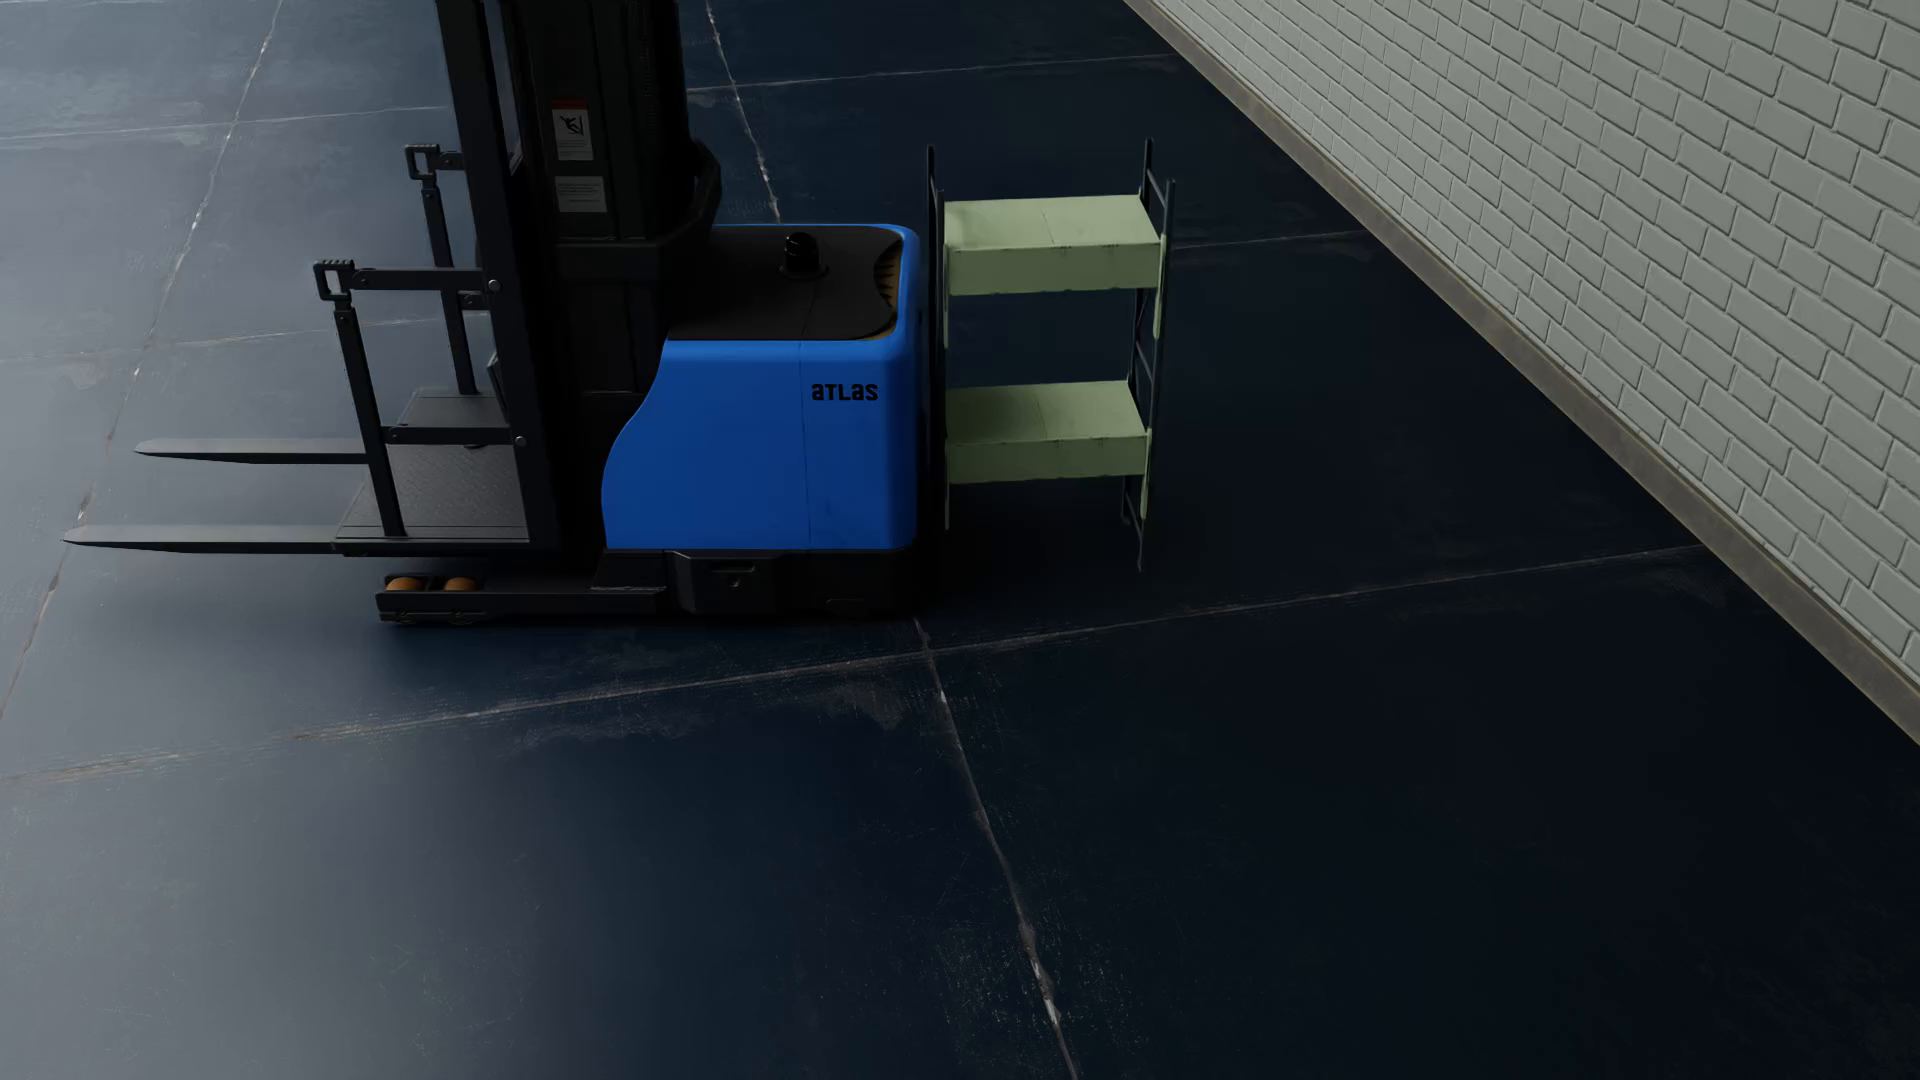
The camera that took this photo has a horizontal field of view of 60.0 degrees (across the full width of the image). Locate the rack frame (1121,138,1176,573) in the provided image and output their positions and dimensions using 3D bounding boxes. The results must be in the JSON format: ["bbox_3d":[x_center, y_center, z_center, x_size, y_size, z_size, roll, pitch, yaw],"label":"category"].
[{"bbox_3d":[0.650,-0.612,5.816,0.023,1.500,0.400,-3,34,-5],"label":"rack frame"}]

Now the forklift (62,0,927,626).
[{"bbox_3d":[-1.647,-1.214,5.429,3.031,2.935,1.130,0,34,0],"label":"forklift"}]

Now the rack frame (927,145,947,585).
[{"bbox_3d":[-0.079,-0.573,5.758,0.023,1.500,0.400,-3,34,-5],"label":"rack frame"}]

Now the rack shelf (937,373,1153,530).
[{"bbox_3d":[0.286,-0.322,5.969,0.720,0.370,0.431,-3,34,-5],"label":"rack shelf"}]

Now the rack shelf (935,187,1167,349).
[{"bbox_3d":[0.286,-0.917,5.570,0.720,0.370,0.431,-3,34,-5],"label":"rack shelf"}]

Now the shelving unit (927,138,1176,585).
[{"bbox_3d":[0.286,-0.593,5.787,0.755,1.500,0.431,-3,34,-5],"label":"shelving unit"}]
